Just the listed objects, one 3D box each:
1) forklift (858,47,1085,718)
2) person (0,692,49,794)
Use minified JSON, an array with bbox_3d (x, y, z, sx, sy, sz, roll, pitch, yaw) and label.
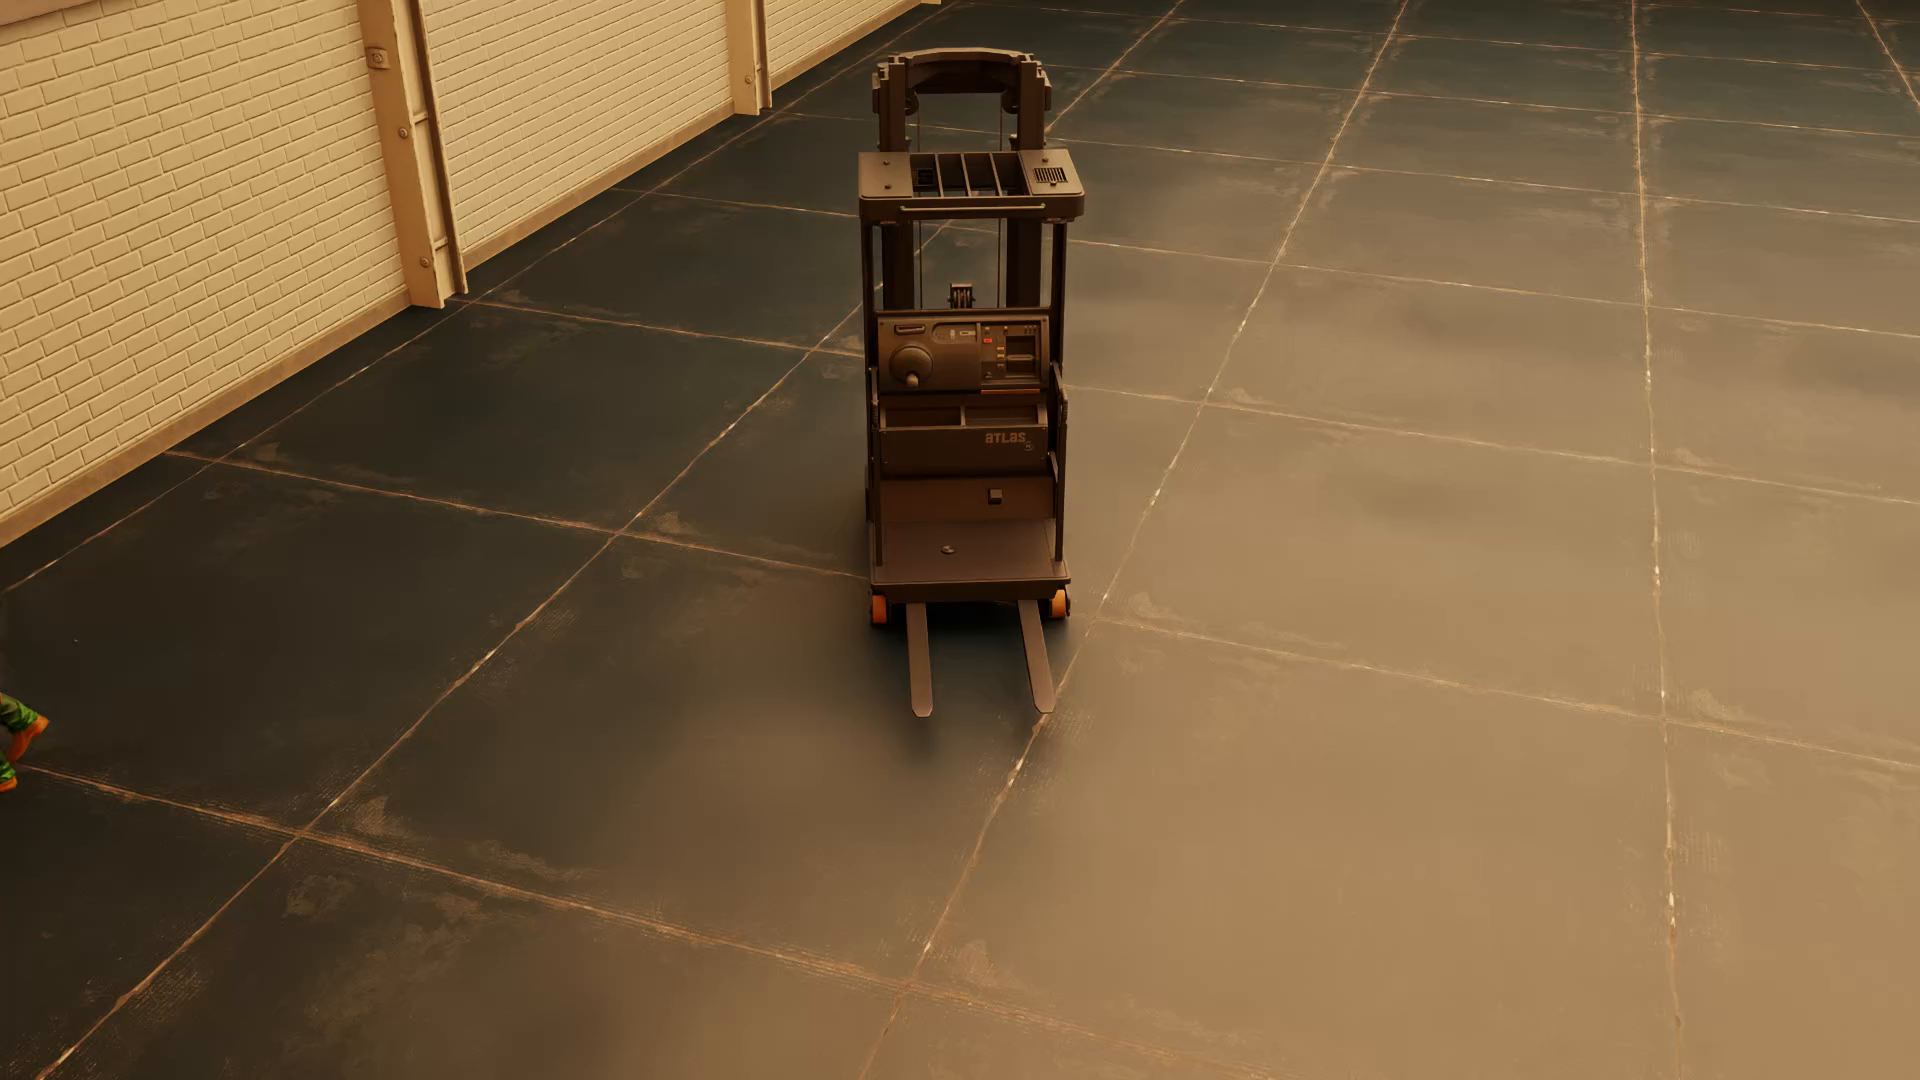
[{"bbox_3d":[0.035,-0.972,8.842,1.130,2.935,3.031,-2,30,-3],"label":"forklift"},{"bbox_3d":[-4.608,0.443,7.561,0.510,1.741,0.763,-13,32,-21],"label":"person"}]
